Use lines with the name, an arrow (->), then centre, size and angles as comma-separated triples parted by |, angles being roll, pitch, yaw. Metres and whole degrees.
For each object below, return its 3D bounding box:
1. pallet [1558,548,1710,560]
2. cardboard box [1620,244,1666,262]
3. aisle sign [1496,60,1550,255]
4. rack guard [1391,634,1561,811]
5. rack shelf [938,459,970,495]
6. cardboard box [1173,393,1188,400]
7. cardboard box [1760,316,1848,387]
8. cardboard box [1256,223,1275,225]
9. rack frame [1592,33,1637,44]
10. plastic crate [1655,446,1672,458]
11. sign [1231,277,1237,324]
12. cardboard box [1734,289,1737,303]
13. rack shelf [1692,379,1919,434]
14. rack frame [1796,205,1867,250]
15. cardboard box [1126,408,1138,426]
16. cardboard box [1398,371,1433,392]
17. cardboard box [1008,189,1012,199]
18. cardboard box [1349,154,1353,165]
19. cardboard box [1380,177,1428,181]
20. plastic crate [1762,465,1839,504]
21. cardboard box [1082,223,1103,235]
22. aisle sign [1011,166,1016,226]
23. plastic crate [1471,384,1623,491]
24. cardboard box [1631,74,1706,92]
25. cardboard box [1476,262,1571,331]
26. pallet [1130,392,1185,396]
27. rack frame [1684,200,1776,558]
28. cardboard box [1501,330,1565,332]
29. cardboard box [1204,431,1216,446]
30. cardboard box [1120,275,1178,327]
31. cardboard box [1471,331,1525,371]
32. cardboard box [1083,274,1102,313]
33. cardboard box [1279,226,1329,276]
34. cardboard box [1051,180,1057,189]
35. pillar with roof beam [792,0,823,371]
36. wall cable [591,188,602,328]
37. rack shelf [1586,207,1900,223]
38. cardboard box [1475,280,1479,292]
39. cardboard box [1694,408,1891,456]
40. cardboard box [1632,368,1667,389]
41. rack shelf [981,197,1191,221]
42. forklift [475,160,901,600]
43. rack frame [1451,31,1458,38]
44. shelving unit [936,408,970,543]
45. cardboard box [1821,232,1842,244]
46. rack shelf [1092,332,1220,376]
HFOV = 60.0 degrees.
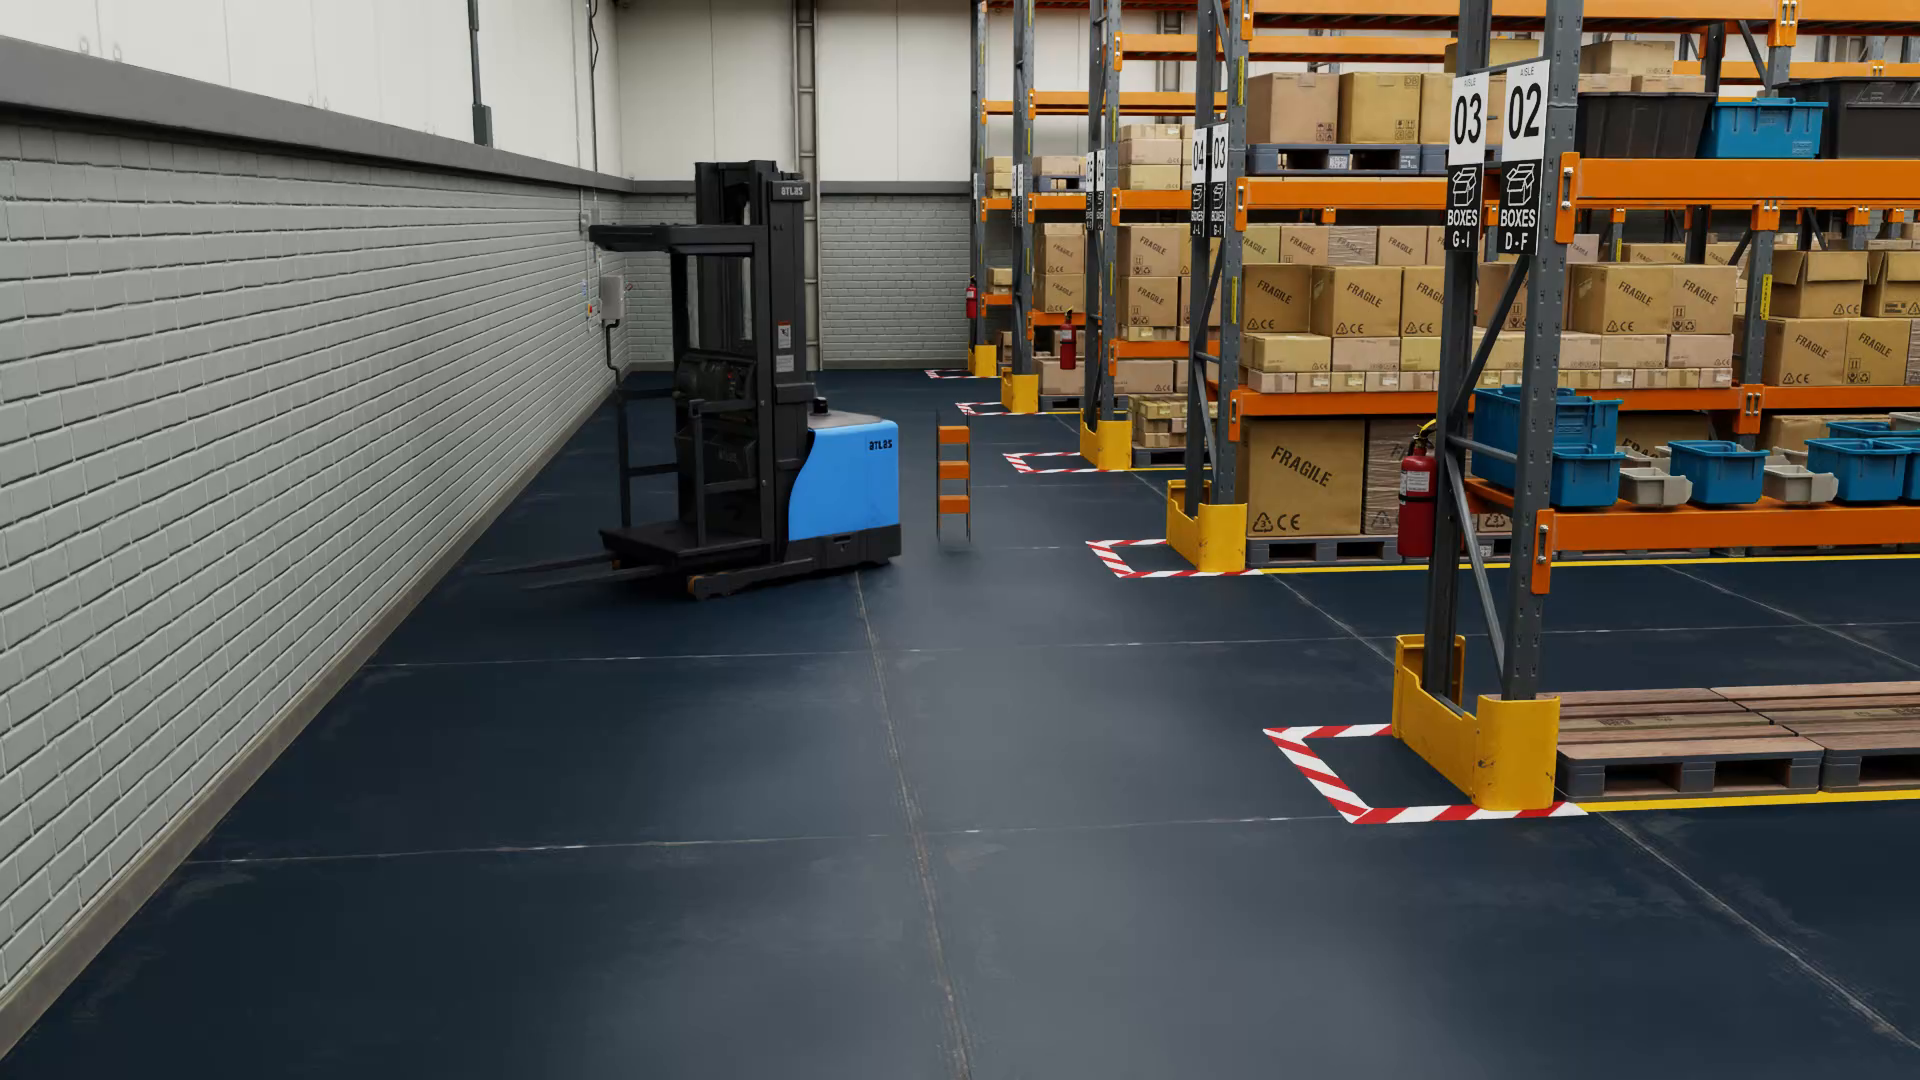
pallet -> 5.103, -0.061, 13.132 | 1.213, 0.211, 1.003 | -1, 11, -6
cardboard box -> 9.247, -3.780, 22.701 | 0.500, 0.500, 0.500 | -2, 11, -8
aisle sign -> 2.387, -1.614, 7.064 | 0.004, 0.787, 0.394 | -1, 11, -6
rack guard -> 2.404, 0.832, 7.838 | 0.348, 0.500, 1.175 | -1, 11, -6
rack shelf -> -0.053, -0.504, 13.263 | 0.240, 0.259, 0.215 | -1, 11, -6
cardboard box -> 2.455, -1.483, 17.895 | 0.250, 0.149, 0.380 | -1, 11, -7
cardboard box -> 6.352, -1.441, 12.662 | 0.500, 0.500, 0.500 | -1, 11, -6
cardboard box -> 4.003, -4.133, 22.083 | 0.250, 0.149, 0.380 | -1, 11, -6
rack frame -> 8.774, -6.358, 22.379 | 0.127, 3.000, 1.000 | -1, 11, -6
plastic crate -> 3.507, -0.352, 7.911 | 0.243, 0.136, 0.396 | -1, 11, -6
sign -> 1.945, -1.704, 11.810 | 0.005, 0.325, 0.100 | -1, 11, -6
cardboard box -> 7.944, -2.576, 17.488 | 0.250, 0.149, 0.380 | -1, 11, -6
rack shelf -> 7.856, -1.119, 13.148 | 4.000, 0.370, 1.077 | -1, 11, -6
rack frame -> 9.409, -2.467, 18.140 | 0.127, 3.000, 1.000 | -1, 11, -6
cardboard box -> 1.950, -1.319, 17.832 | 0.250, 0.149, 0.380 | -2, 11, -8
cardboard box -> 3.301, -1.190, 12.294 | 0.250, 0.149, 0.380 | -1, 11, -7
cardboard box -> 0.881, -5.520, 26.547 | 0.250, 0.149, 0.380 | -1, 11, -5
cardboard box -> 3.965, -3.948, 16.993 | 0.500, 0.250, 0.500 | -1, 11, -4
cardboard box -> 4.476, -3.712, 17.084 | 0.500, 0.250, 0.500 | -1, 11, -6
plastic crate -> 3.709, -0.244, 7.362 | 0.298, 0.136, 0.250 | -1, 11, -6
cardboard box -> 1.727, -4.062, 21.722 | 0.250, 0.149, 0.380 | -1, 11, -4
aisle sign -> 0.716, -4.581, 22.154 | 0.004, 0.787, 0.394 | -1, 11, -6
plastic crate -> 2.739, -0.487, 7.820 | 0.499, 0.435, 0.616 | -1, 11, -6
cardboard box -> 5.096, -3.178, 12.376 | 0.500, 0.500, 0.700 | -2, 11, -9
cardboard box -> 4.357, -1.889, 12.875 | 0.500, 0.500, 0.500 | -2, 11, -8
pallet -> 2.818, -1.936, 22.666 | 1.213, 0.211, 1.003 | -1, 11, -6
rack frame -> 5.868, -1.430, 12.867 | 0.127, 3.000, 1.000 | -1, 11, -6
cardboard box -> 4.363, -1.522, 12.950 | 0.500, 0.250, 0.500 | -1, 11, -5
cardboard box -> 2.509, -1.085, 17.411 | 0.250, 0.149, 0.380 | -1, 11, -5
cardboard box -> 1.932, -2.452, 17.032 | 0.500, 0.500, 0.500 | -1, 11, -3
cardboard box -> 3.932, -1.411, 12.388 | 0.500, 0.250, 0.500 | -1, 11, -7
cardboard box -> 1.829, -3.267, 21.952 | 0.500, 0.500, 0.500 | -1, 11, -7
cardboard box -> 3.458, -2.974, 17.097 | 0.500, 0.500, 0.500 | -2, 11, -8
cardboard box -> 1.255, -5.715, 26.503 | 0.500, 0.250, 0.500 | -1, 11, -5
pillar with roof beam -> -2.032, -6.434, 22.767 | 0.400, 9.000, 9.100 | -1, 11, -6
wall cable -> -4.947, -3.896, 22.774 | 0.122, 1.984, 0.588 | -1, 11, -6
rack shelf -> 10.763, -4.575, 22.950 | 4.000, 0.370, 1.077 | -1, 11, -6
cardboard box -> 6.788, -3.490, 22.438 | 0.500, 0.250, 0.500 | -2, 11, -8
cardboard box -> 6.502, -0.611, 13.119 | 0.875, 0.875, 1.225 | -1, 11, -6
cardboard box -> 5.089, -1.227, 12.485 | 0.250, 0.149, 0.380 | -1, 11, -7
rack shelf -> 2.270, -5.360, 26.944 | 4.000, 0.370, 1.077 | -1, 11, -6
forklift -> -1.882, -1.144, 11.589 | 3.031, 2.935, 1.130 | -10, 15, -40
rack frame -> 8.234, -7.310, 27.221 | 0.127, 3.000, 1.000 | -1, 11, -6
shelving unit -> -0.053, -0.514, 13.261 | 0.252, 1.050, 0.215 | -1, 11, -6
cardboard box -> 12.245, -4.275, 23.536 | 0.250, 0.149, 0.380 | -1, 11, -6
rack shelf -> 3.444, -1.989, 17.574 | 4.000, 0.370, 1.077 | -1, 11, -6
